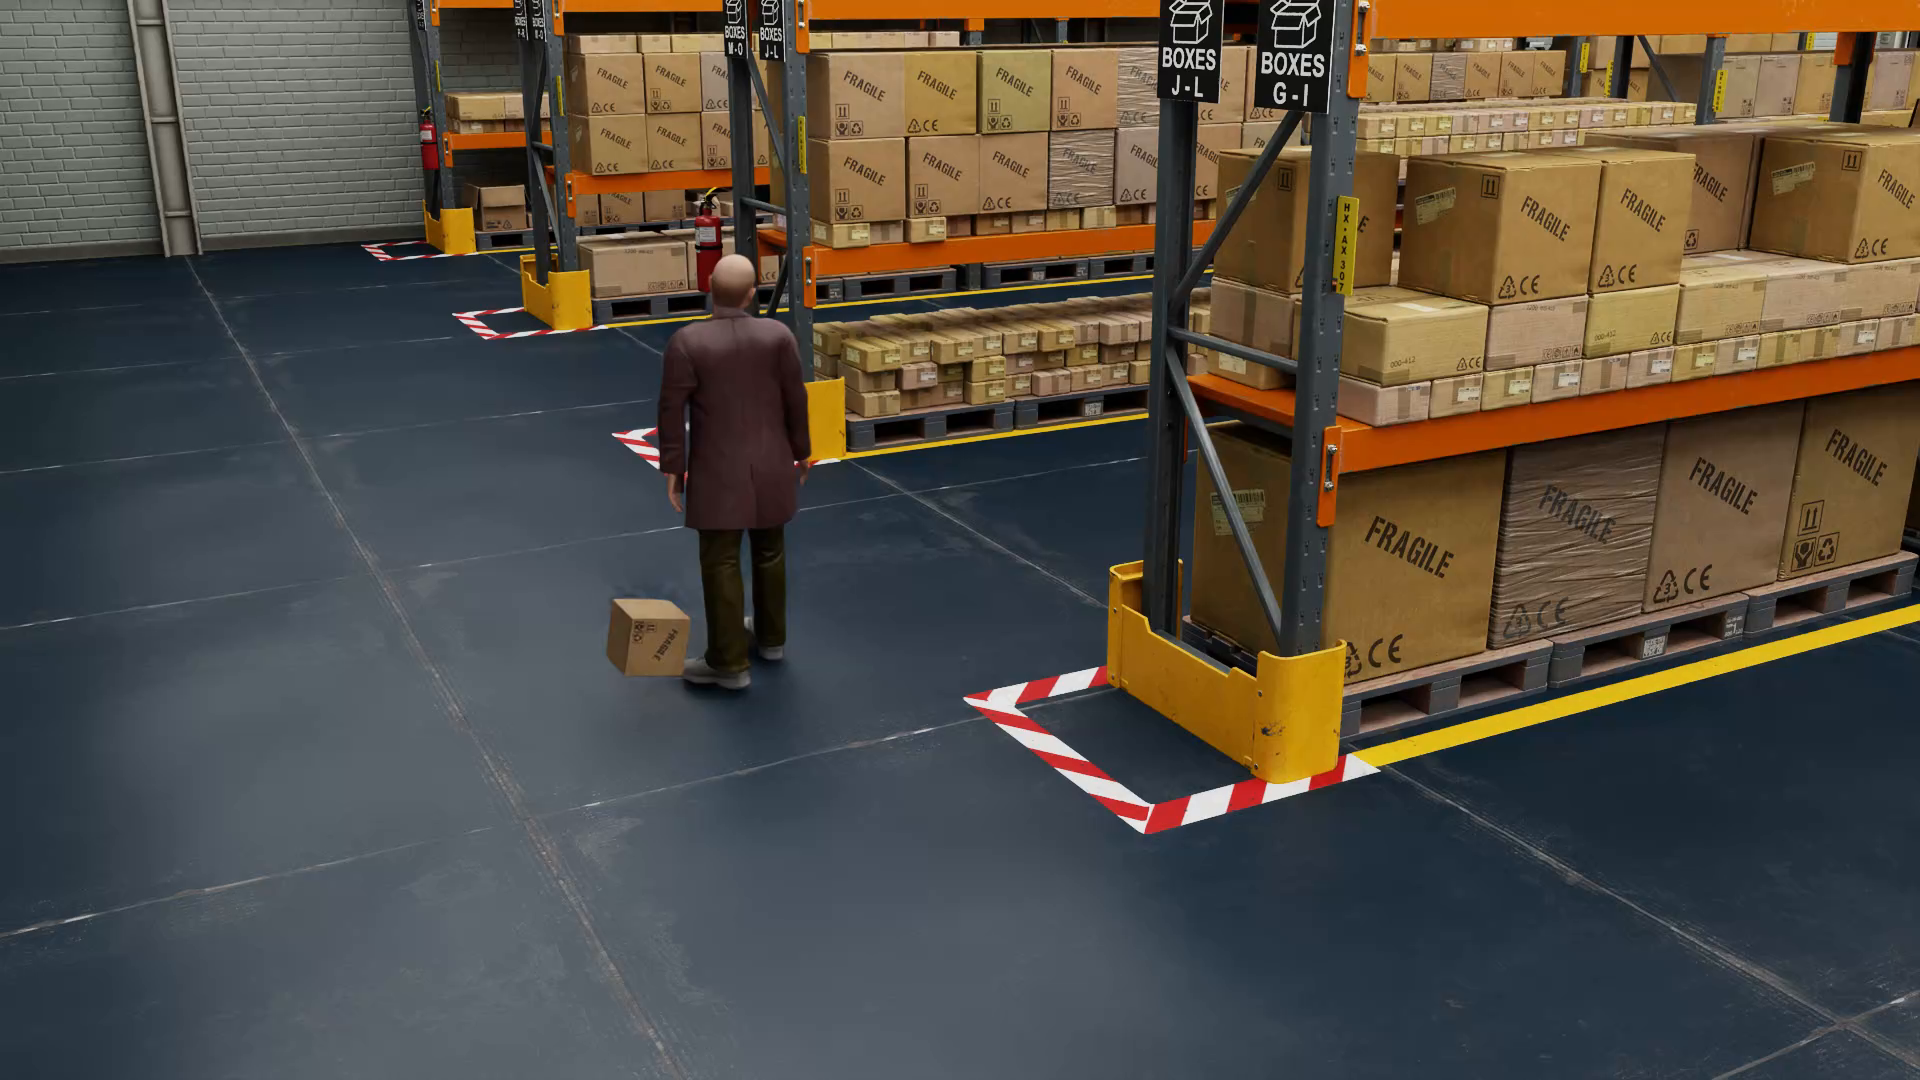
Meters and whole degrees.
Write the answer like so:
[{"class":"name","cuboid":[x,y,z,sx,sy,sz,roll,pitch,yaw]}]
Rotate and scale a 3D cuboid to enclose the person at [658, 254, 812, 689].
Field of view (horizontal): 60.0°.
[{"class":"person","cuboid":[-0.943,-0.305,6.947,0.654,1.768,0.618,-8,20,-22]}]
